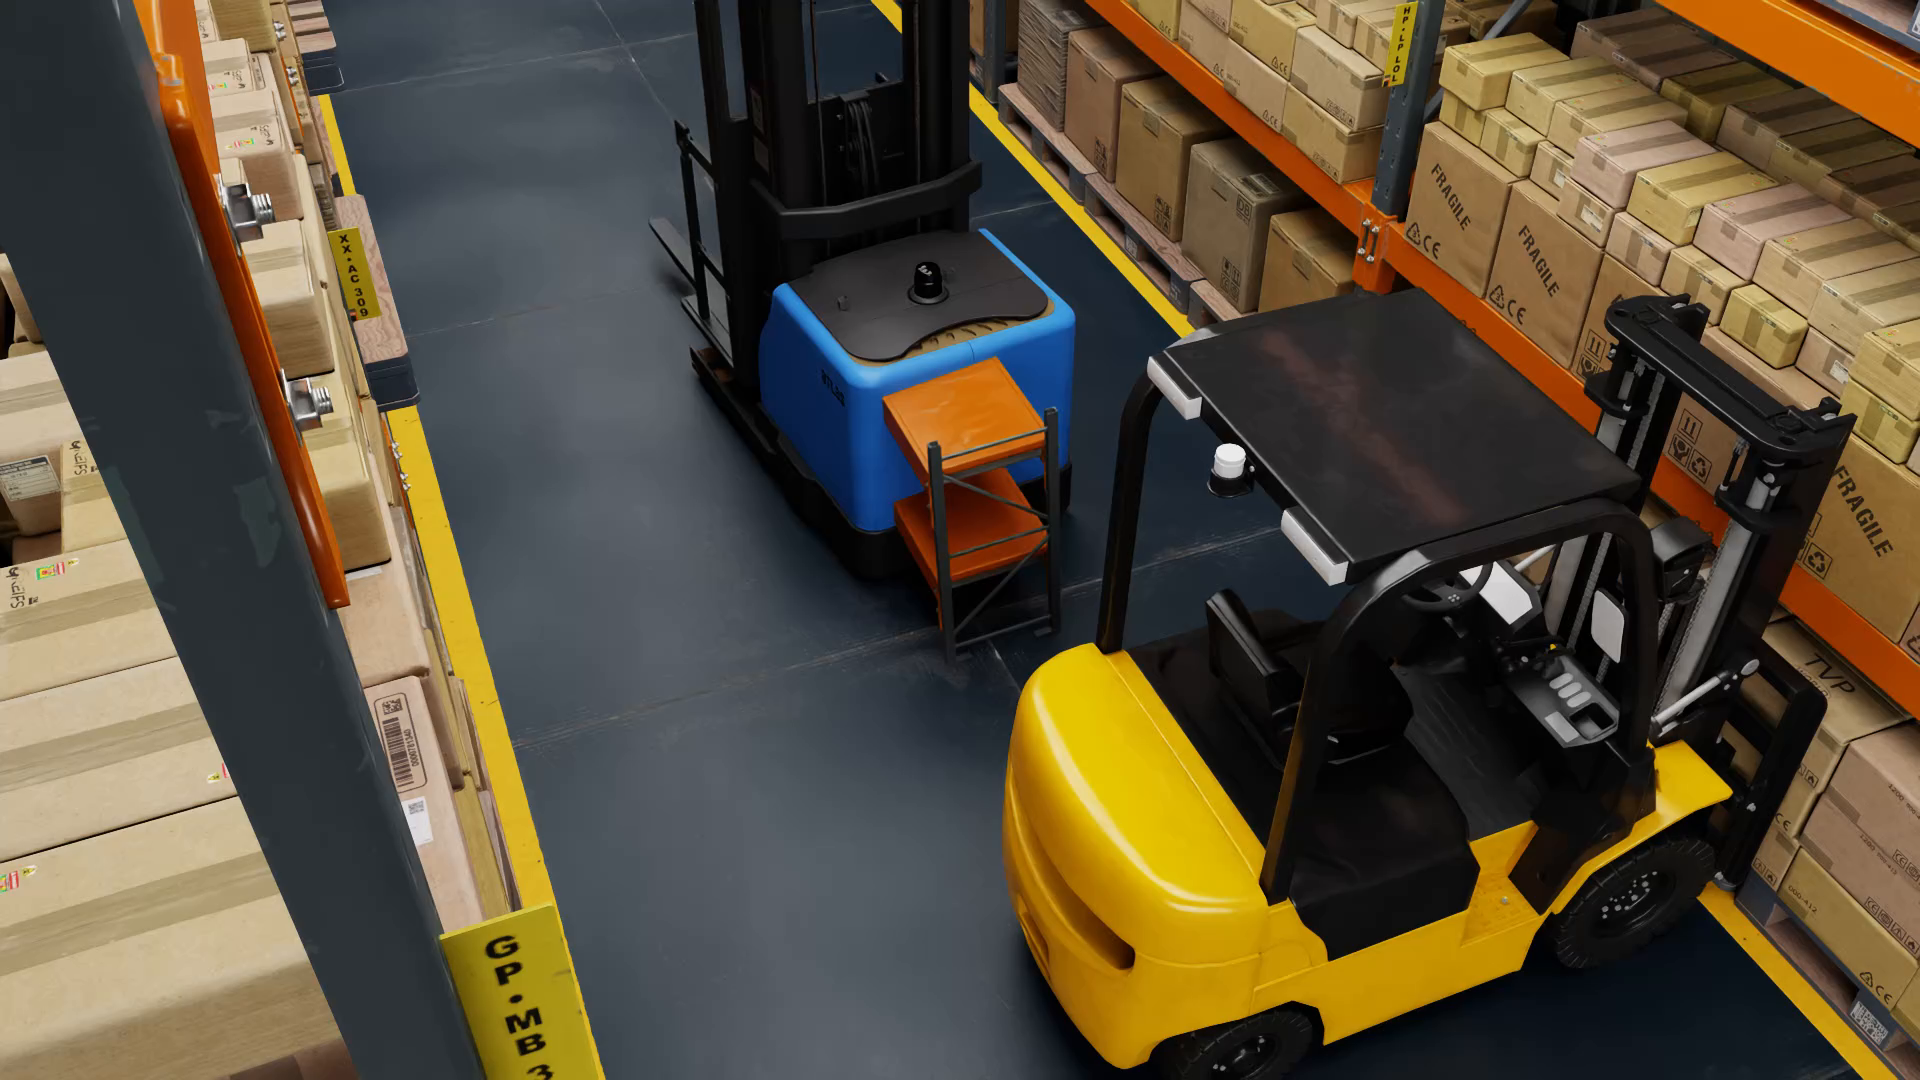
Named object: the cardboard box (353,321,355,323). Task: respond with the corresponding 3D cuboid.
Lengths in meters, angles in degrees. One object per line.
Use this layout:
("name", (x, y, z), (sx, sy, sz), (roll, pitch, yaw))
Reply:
("cardboard box", (-2.335, -0.845, 5.803), (0.380, 0.149, 0.250), (-14, 43, -16))

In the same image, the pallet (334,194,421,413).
("pallet", (-2.574, -0.793, 6.019), (1.003, 0.211, 1.213), (-15, 43, -17))

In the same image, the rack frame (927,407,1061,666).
("rack frame", (0.147, 0.010, 6.357), (0.500, 1.125, 0.032), (-17, 44, -14))

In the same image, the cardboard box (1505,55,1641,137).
("cardboard box", (2.217, -1.610, 6.019), (0.380, 0.149, 0.250), (-14, 43, -16))

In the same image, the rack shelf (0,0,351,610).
("rack shelf", (-1.650, -1.165, 2.257), (1.077, 0.370, 4.000), (-15, 43, -17))

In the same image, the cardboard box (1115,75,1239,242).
("cardboard box", (1.380, -2.102, 8.893), (0.875, 0.625, 0.625), (-17, 43, -19))

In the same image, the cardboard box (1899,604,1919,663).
("cardboard box", (3.079, 0.216, 4.621), (0.500, 0.500, 0.500), (-14, 43, -16))

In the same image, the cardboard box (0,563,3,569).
("cardboard box", (-1.509, 0.299, 2.188), (0.500, 0.250, 0.500), (-16, 43, -17))

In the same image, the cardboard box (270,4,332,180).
("cardboard box", (-2.699, -1.636, 6.225), (0.500, 0.500, 0.500), (-15, 43, -17))

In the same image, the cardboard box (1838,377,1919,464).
("cardboard box", (2.795, -0.390, 4.828), (0.380, 0.149, 0.250), (-15, 43, -17))

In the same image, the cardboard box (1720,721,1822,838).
("cardboard box", (2.826, 0.668, 5.576), (0.500, 0.250, 0.500), (-16, 43, -18))

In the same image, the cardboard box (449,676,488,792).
("cardboard box", (-1.745, 0.825, 5.201), (0.500, 0.500, 0.500), (-14, 43, -16))

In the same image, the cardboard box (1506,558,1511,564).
("cardboard box", (2.257, -0.050, 6.795), (0.500, 0.250, 0.500), (-16, 43, -18))

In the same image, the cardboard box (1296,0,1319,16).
("cardboard box", (1.673, -2.355, 7.114), (0.380, 0.149, 0.250), (-15, 43, -17))

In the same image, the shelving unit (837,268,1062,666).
("shelving unit", (-0.039, -0.301, 6.713), (0.538, 1.125, 1.048), (-17, 44, -14))

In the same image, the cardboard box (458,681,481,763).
("cardboard box", (-1.941, 0.803, 5.802), (0.500, 0.250, 0.500), (-13, 42, -15))

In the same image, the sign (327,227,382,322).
("sign", (-1.917, -0.837, 5.259), (0.100, 0.325, 0.005), (-15, 43, -17))

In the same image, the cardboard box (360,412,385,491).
("cardboard box", (-1.210, -0.060, 2.911), (0.380, 0.149, 0.250), (-15, 43, -16))

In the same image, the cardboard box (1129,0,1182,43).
("cardboard box", (1.171, -2.709, 8.214), (0.500, 0.250, 0.500), (-14, 43, -15))

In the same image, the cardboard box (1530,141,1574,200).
("cardboard box", (2.274, -1.330, 5.922), (0.380, 0.149, 0.250), (-15, 43, -17))

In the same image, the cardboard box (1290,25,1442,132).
("cardboard box", (1.745, -1.974, 6.977), (0.500, 0.250, 0.500), (-16, 43, -18))

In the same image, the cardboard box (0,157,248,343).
("cardboard box", (-1.386, -0.494, 2.804), (0.380, 0.149, 0.250), (-14, 43, -16))

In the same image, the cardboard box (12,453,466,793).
("cardboard box", (-1.015, 0.172, 2.336), (0.500, 0.250, 0.500), (-16, 43, -17))

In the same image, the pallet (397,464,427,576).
("pallet", (-2.715, 0.219, 6.833), (1.003, 0.211, 1.213), (-15, 43, -17))

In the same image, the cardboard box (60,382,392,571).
("cardboard box", (-1.010, -0.053, 2.291), (0.380, 0.149, 0.250), (-15, 43, -17))

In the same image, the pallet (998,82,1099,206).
("pallet", (0.918, -2.456, 9.945), (1.003, 0.211, 1.213), (-15, 43, -17))

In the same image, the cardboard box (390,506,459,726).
("cardboard box", (-1.610, 0.305, 4.289), (0.500, 0.500, 0.500), (-14, 43, -16))

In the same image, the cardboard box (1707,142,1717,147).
("cardboard box", (2.751, -1.460, 6.074), (0.380, 0.149, 0.250), (-14, 43, -16))

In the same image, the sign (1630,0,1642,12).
("sign", (2.681, -2.107, 6.675), (0.100, 0.325, 0.005), (-15, 43, -17))

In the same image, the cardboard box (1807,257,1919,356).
("cardboard box", (2.775, -0.683, 4.941), (0.380, 0.149, 0.250), (-15, 43, -16))

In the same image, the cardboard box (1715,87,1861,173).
("cardboard box", (2.895, -1.437, 5.818), (0.380, 0.149, 0.250), (-16, 43, -18))

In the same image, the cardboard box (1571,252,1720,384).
("cardboard box", (2.507, -0.701, 5.688), (0.500, 0.500, 0.500), (-16, 43, -17))

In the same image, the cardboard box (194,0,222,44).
("cardboard box", (-1.680, -0.953, 3.339), (0.380, 0.149, 0.250), (-16, 43, -18))

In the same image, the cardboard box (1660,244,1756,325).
("cardboard box", (2.511, -0.858, 5.373), (0.380, 0.149, 0.250), (-16, 43, -18))

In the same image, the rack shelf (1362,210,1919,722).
("rack shelf", (2.934, -0.132, 5.655), (1.077, 0.370, 4.000), (-15, 43, -17))

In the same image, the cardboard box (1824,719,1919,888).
("cardboard box", (3.034, 0.798, 5.041), (0.500, 0.250, 0.500), (-14, 43, -16))

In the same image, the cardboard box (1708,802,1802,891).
("cardboard box", (2.863, 0.873, 5.721), (0.500, 0.250, 0.500), (-15, 43, -16))

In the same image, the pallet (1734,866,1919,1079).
("pallet", (3.368, 1.407, 5.452), (1.003, 0.211, 1.213), (-15, 43, -17))

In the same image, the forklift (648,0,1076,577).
("forklift", (-0.658, -1.907, 7.219), (1.130, 2.935, 3.031), (-19, 44, -21))

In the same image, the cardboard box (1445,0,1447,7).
("cardboard box", (2.179, -2.334, 7.089), (0.380, 0.149, 0.250), (-16, 43, -18))

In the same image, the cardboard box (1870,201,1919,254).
("cardboard box", (3.099, -0.950, 5.251), (0.380, 0.149, 0.250), (-14, 43, -16))

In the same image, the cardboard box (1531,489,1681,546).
("cardboard box", (2.452, -0.128, 6.119), (0.500, 0.250, 0.500), (-14, 43, -15))

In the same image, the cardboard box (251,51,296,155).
("cardboard box", (-1.622, -0.749, 3.406), (0.500, 0.250, 0.500), (-16, 43, -18))

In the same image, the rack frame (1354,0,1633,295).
("rack frame", (2.169, -1.610, 6.821), (1.000, 3.000, 0.127), (-15, 43, -17))

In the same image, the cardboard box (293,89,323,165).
("cardboard box", (-2.269, -1.297, 5.333), (0.380, 0.149, 0.250), (-15, 43, -17))

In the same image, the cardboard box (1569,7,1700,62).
("cardboard box", (2.570, -1.889, 6.344), (0.380, 0.149, 0.250), (-15, 43, -17))

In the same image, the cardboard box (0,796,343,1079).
("cardboard box", (-0.833, 0.431, 1.729), (0.380, 0.149, 0.250), (-15, 43, -17))

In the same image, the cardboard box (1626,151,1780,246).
("cardboard box", (2.434, -1.124, 5.454), (0.380, 0.149, 0.250), (-16, 43, -18))

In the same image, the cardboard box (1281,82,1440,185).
("cardboard box", (1.735, -1.791, 7.147), (0.500, 0.250, 0.500), (-14, 43, -16))
